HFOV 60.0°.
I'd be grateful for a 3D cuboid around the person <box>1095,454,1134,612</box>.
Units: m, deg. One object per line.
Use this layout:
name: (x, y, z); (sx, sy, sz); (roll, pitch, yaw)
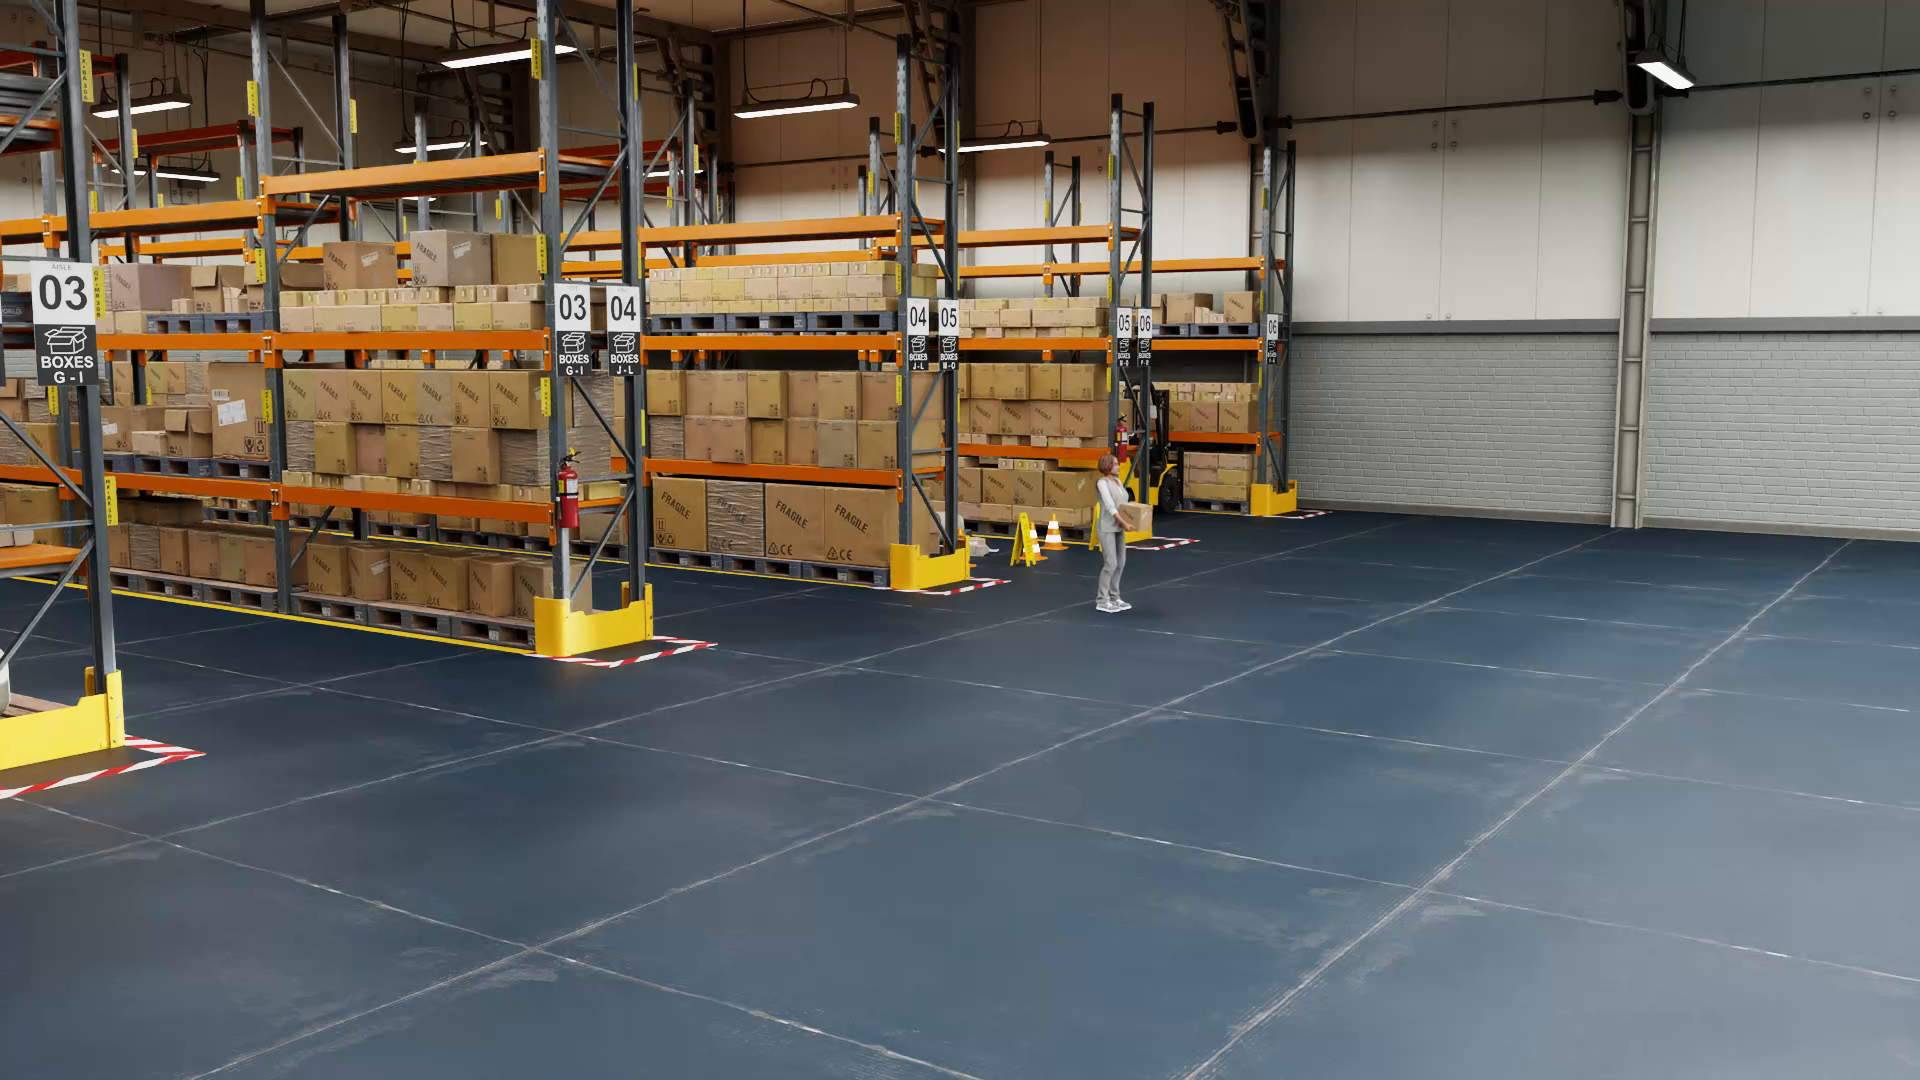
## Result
person: (1.614, -0.070, 16.830); (0.497, 1.588, 0.406); (4, 8, 34)
